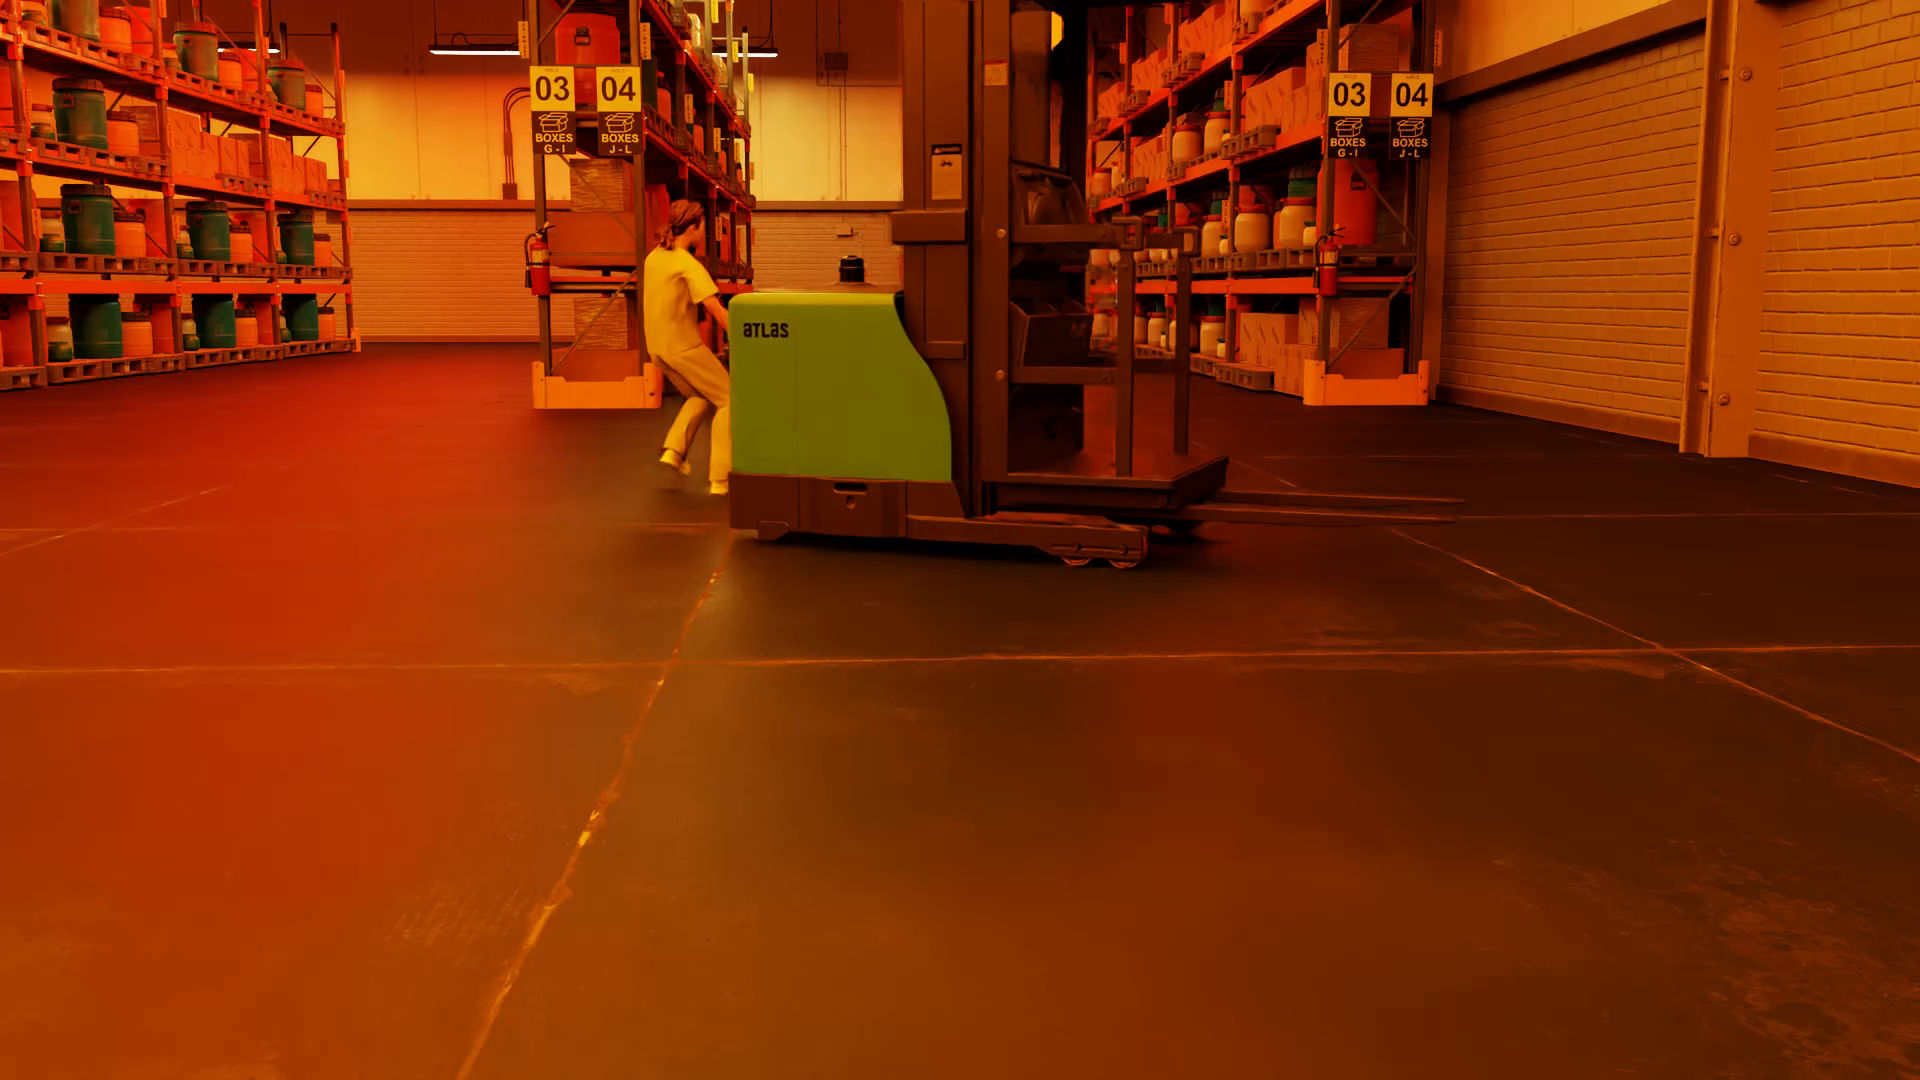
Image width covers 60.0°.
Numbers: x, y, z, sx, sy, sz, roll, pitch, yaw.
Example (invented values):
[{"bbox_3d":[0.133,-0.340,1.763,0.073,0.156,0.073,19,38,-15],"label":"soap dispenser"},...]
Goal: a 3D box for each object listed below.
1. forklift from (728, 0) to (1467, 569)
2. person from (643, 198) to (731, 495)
[{"bbox_3d":[0.568,-1.424,6.924,3.031,2.935,1.130,3,9,20],"label":"forklift"},{"bbox_3d":[-1.440,-1.054,9.053,0.484,1.568,0.664,-8,11,-42],"label":"person"}]
